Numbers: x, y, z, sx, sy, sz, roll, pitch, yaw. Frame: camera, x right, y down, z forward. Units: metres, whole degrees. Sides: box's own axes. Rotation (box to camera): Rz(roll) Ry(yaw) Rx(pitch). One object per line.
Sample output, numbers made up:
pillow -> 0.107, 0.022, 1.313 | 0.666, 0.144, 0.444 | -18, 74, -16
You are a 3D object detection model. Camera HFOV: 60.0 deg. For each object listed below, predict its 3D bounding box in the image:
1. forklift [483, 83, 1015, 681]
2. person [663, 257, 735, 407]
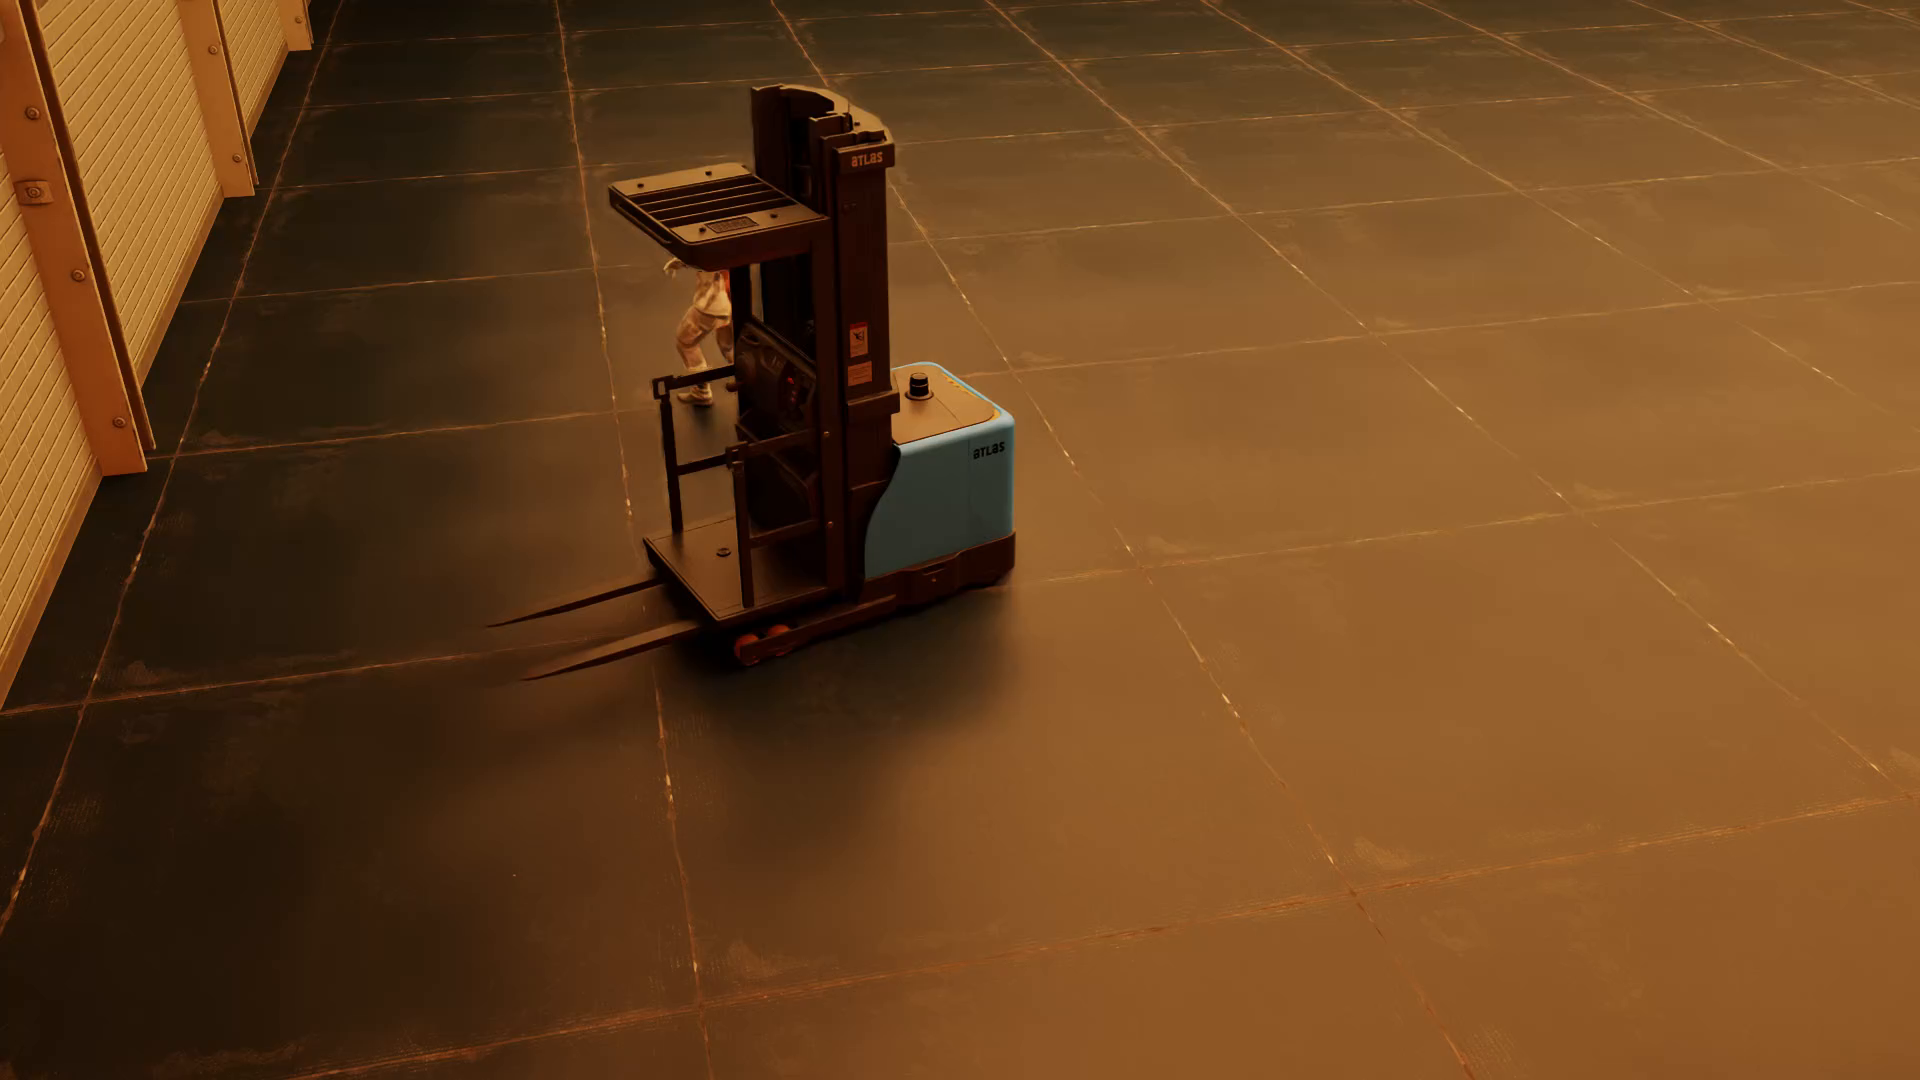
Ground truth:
forklift -> -1.194, -0.873, 9.083 | 3.031, 2.935, 1.130 | -17, 34, -27
person -> -1.696, -1.672, 11.725 | 0.895, 1.697, 0.583 | 14, 33, 23
